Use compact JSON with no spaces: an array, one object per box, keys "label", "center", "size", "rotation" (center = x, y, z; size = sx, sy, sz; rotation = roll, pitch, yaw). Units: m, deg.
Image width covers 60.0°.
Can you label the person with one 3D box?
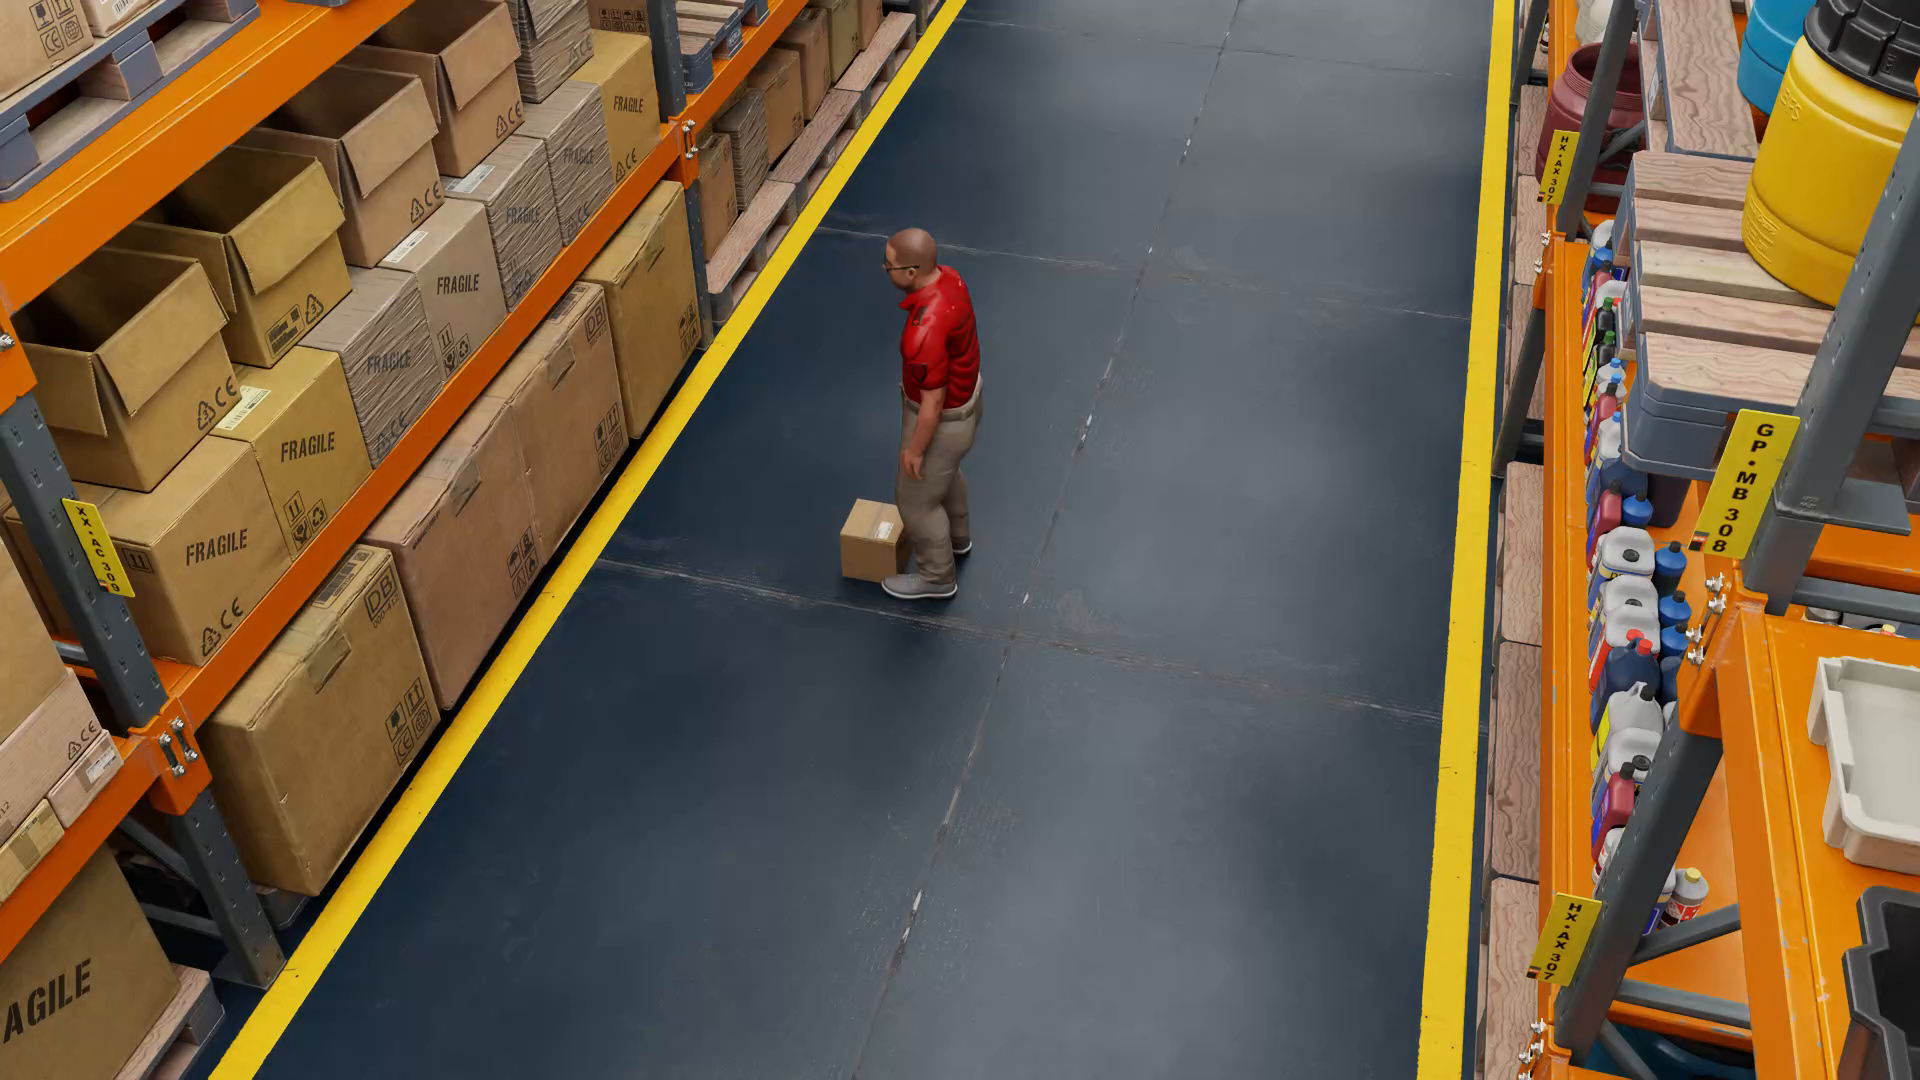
[{"label":"person","center":[-0.118,-0.509,6.759],"size":[0.397,1.726,0.600],"rotation":[8,41,9]}]
